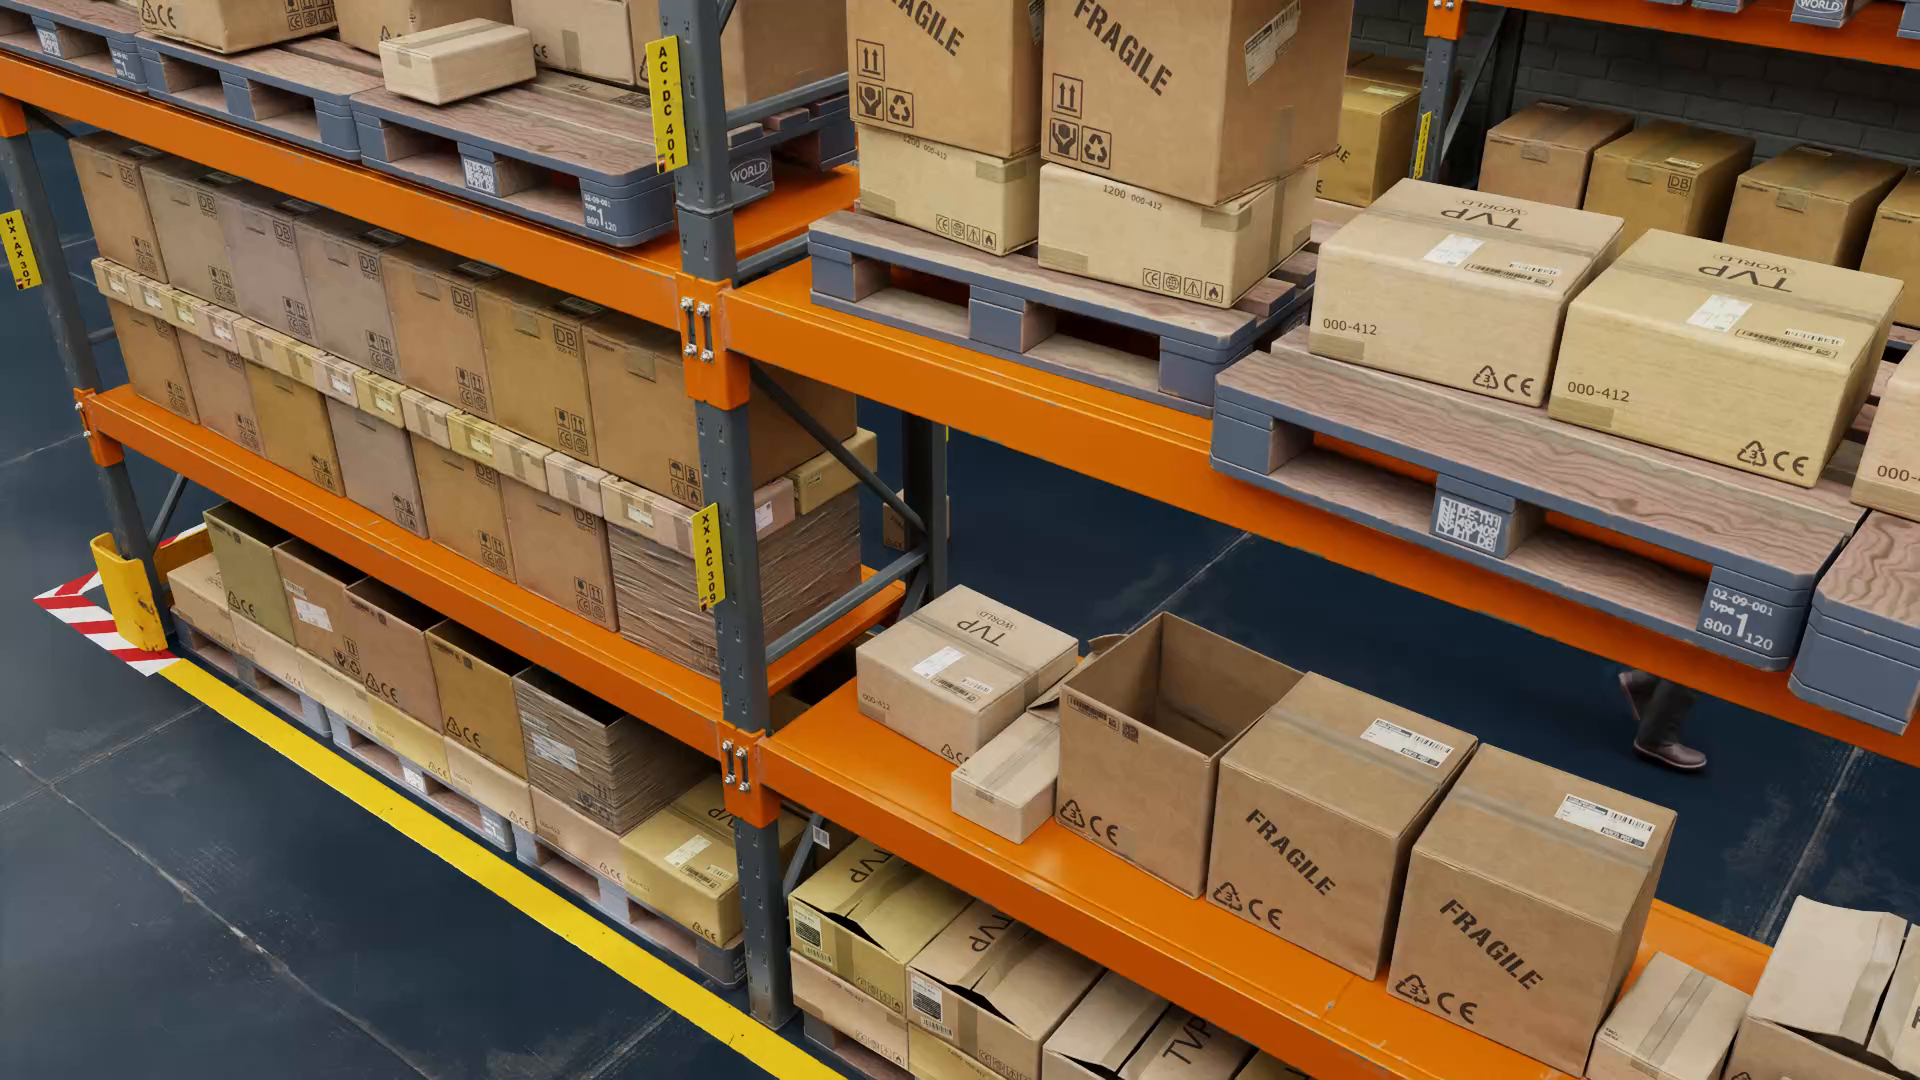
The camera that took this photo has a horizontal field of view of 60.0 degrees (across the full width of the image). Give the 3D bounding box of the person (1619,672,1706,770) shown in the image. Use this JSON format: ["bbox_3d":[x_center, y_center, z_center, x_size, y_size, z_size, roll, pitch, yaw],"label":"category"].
[{"bbox_3d":[3.007,0.187,6.775,0.426,1.652,0.472,16,35,24],"label":"person"}]
